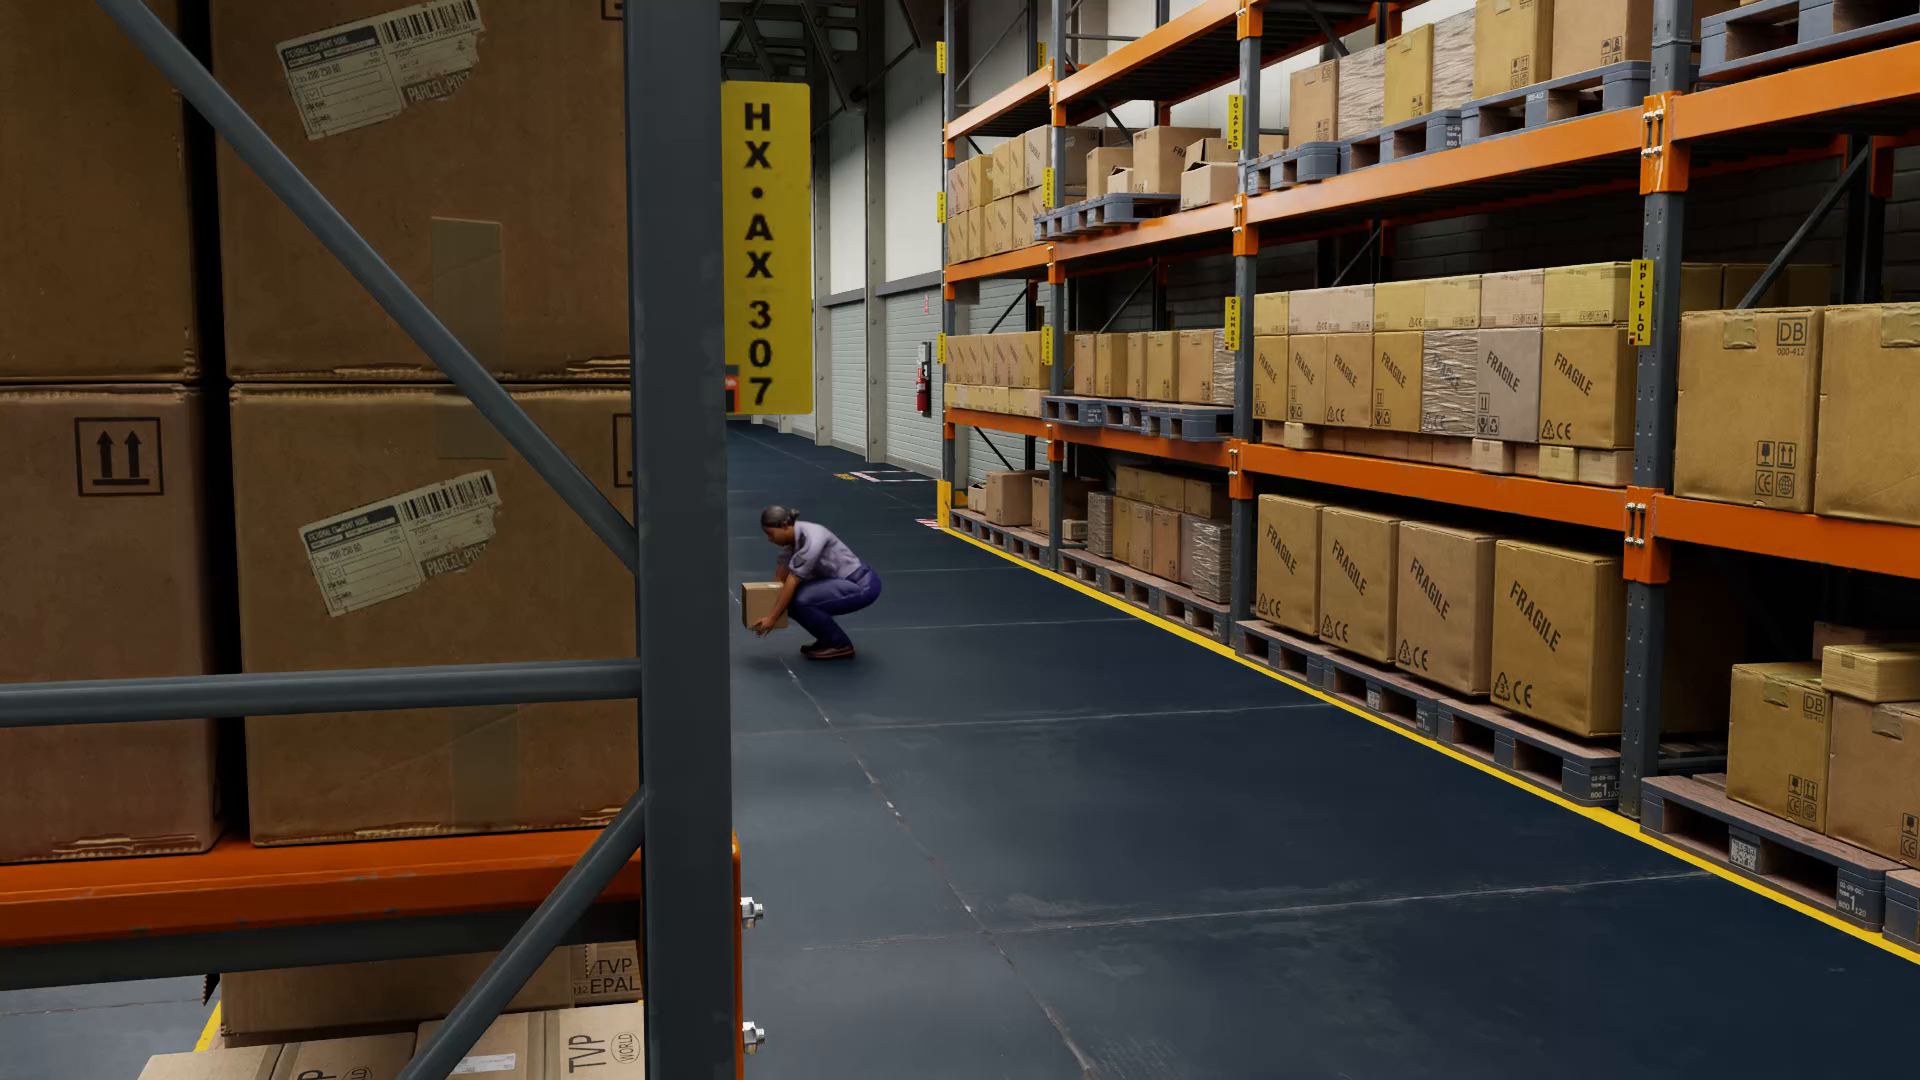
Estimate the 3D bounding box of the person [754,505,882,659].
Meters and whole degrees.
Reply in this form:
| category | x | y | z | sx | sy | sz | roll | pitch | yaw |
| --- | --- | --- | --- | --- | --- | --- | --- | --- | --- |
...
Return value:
| category | x | y | z | sx | sy | sz | roll | pitch | yaw |
| --- | --- | --- | --- | --- | --- | --- | --- | --- | --- |
| person | -0.891 | 0.250 | 10.235 | 0.810 | 0.955 | 0.498 | -2 | 6 | -15 |
